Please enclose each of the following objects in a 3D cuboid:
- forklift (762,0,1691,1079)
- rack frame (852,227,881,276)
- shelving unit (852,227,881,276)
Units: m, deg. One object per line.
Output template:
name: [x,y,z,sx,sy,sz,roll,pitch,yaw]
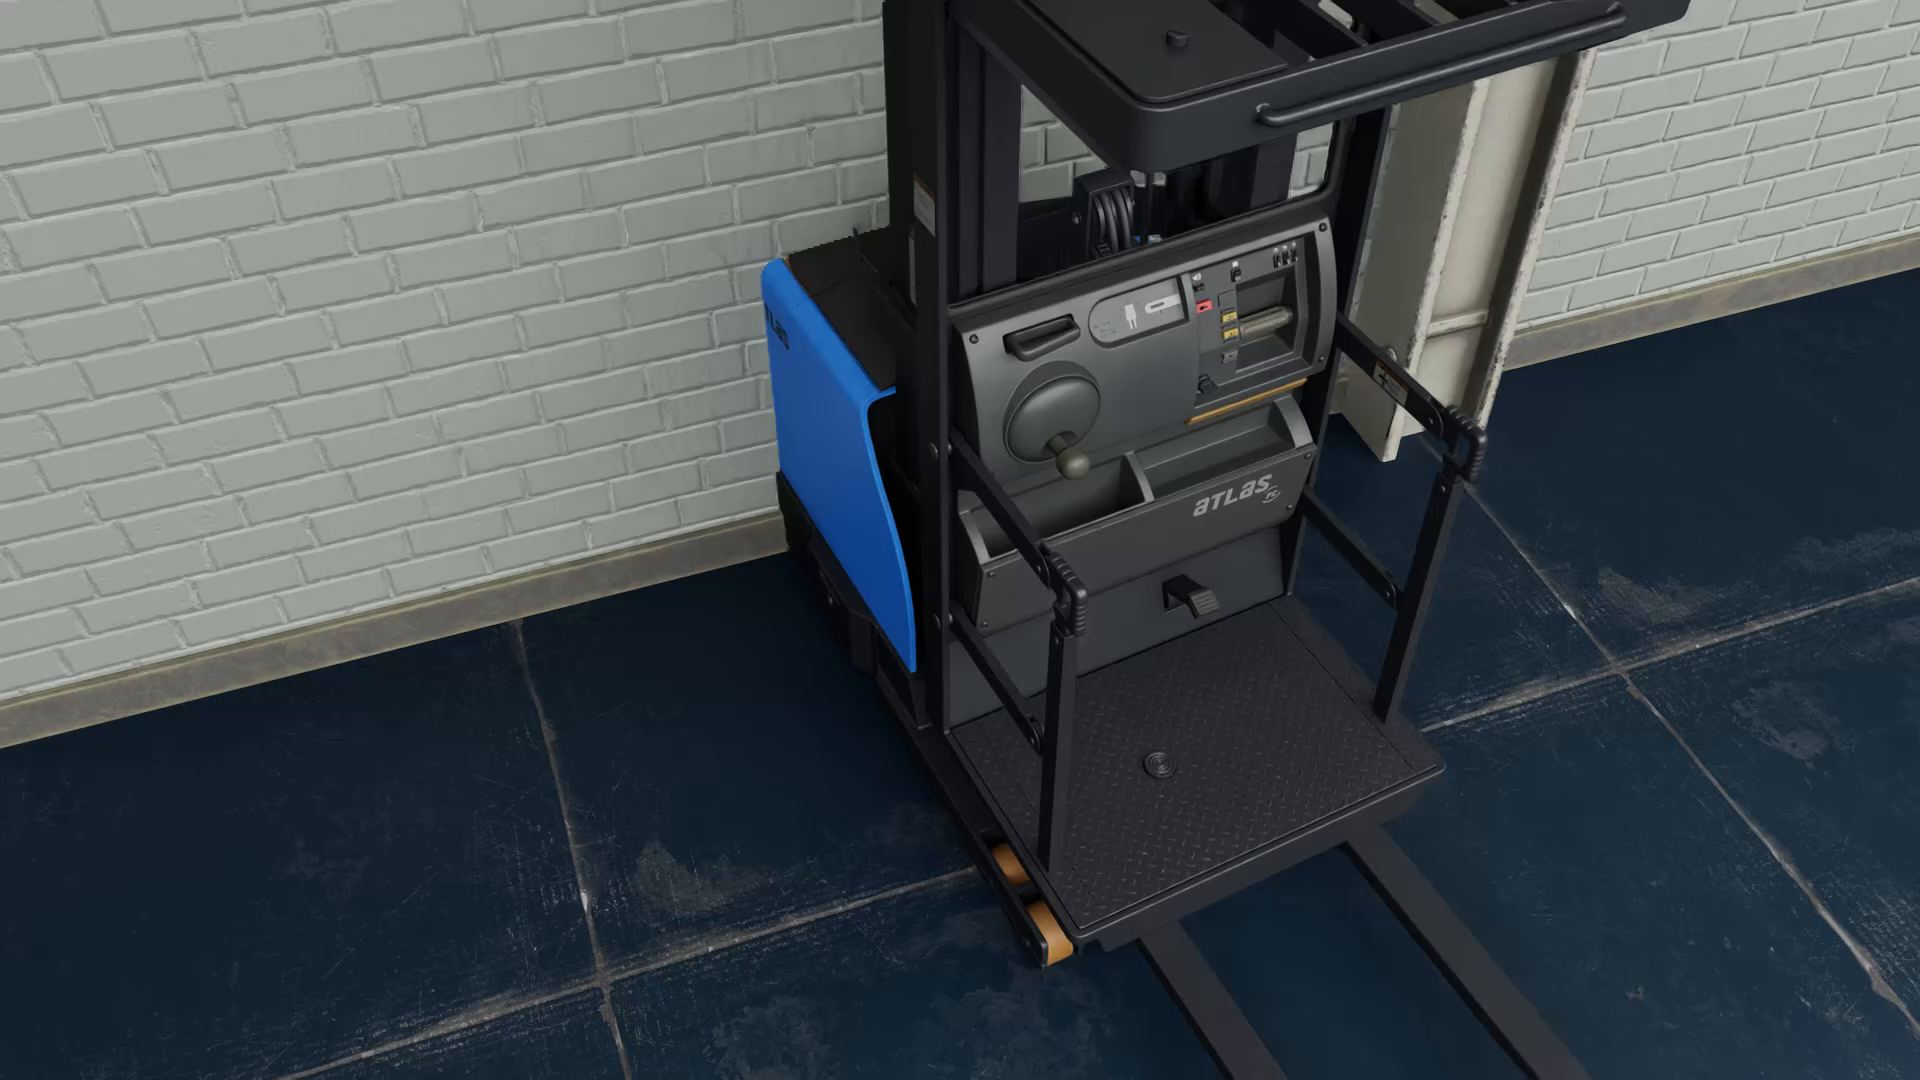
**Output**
forklift: [0.531,-0.336,3.516,1.130,2.935,3.031,-20,48,-19]
rack frame: [-0.168,-0.394,4.785,0.006,1.200,0.240,-30,57,-15]
shelving unit: [-0.091,-0.438,4.808,0.189,1.200,0.258,-30,57,-15]
